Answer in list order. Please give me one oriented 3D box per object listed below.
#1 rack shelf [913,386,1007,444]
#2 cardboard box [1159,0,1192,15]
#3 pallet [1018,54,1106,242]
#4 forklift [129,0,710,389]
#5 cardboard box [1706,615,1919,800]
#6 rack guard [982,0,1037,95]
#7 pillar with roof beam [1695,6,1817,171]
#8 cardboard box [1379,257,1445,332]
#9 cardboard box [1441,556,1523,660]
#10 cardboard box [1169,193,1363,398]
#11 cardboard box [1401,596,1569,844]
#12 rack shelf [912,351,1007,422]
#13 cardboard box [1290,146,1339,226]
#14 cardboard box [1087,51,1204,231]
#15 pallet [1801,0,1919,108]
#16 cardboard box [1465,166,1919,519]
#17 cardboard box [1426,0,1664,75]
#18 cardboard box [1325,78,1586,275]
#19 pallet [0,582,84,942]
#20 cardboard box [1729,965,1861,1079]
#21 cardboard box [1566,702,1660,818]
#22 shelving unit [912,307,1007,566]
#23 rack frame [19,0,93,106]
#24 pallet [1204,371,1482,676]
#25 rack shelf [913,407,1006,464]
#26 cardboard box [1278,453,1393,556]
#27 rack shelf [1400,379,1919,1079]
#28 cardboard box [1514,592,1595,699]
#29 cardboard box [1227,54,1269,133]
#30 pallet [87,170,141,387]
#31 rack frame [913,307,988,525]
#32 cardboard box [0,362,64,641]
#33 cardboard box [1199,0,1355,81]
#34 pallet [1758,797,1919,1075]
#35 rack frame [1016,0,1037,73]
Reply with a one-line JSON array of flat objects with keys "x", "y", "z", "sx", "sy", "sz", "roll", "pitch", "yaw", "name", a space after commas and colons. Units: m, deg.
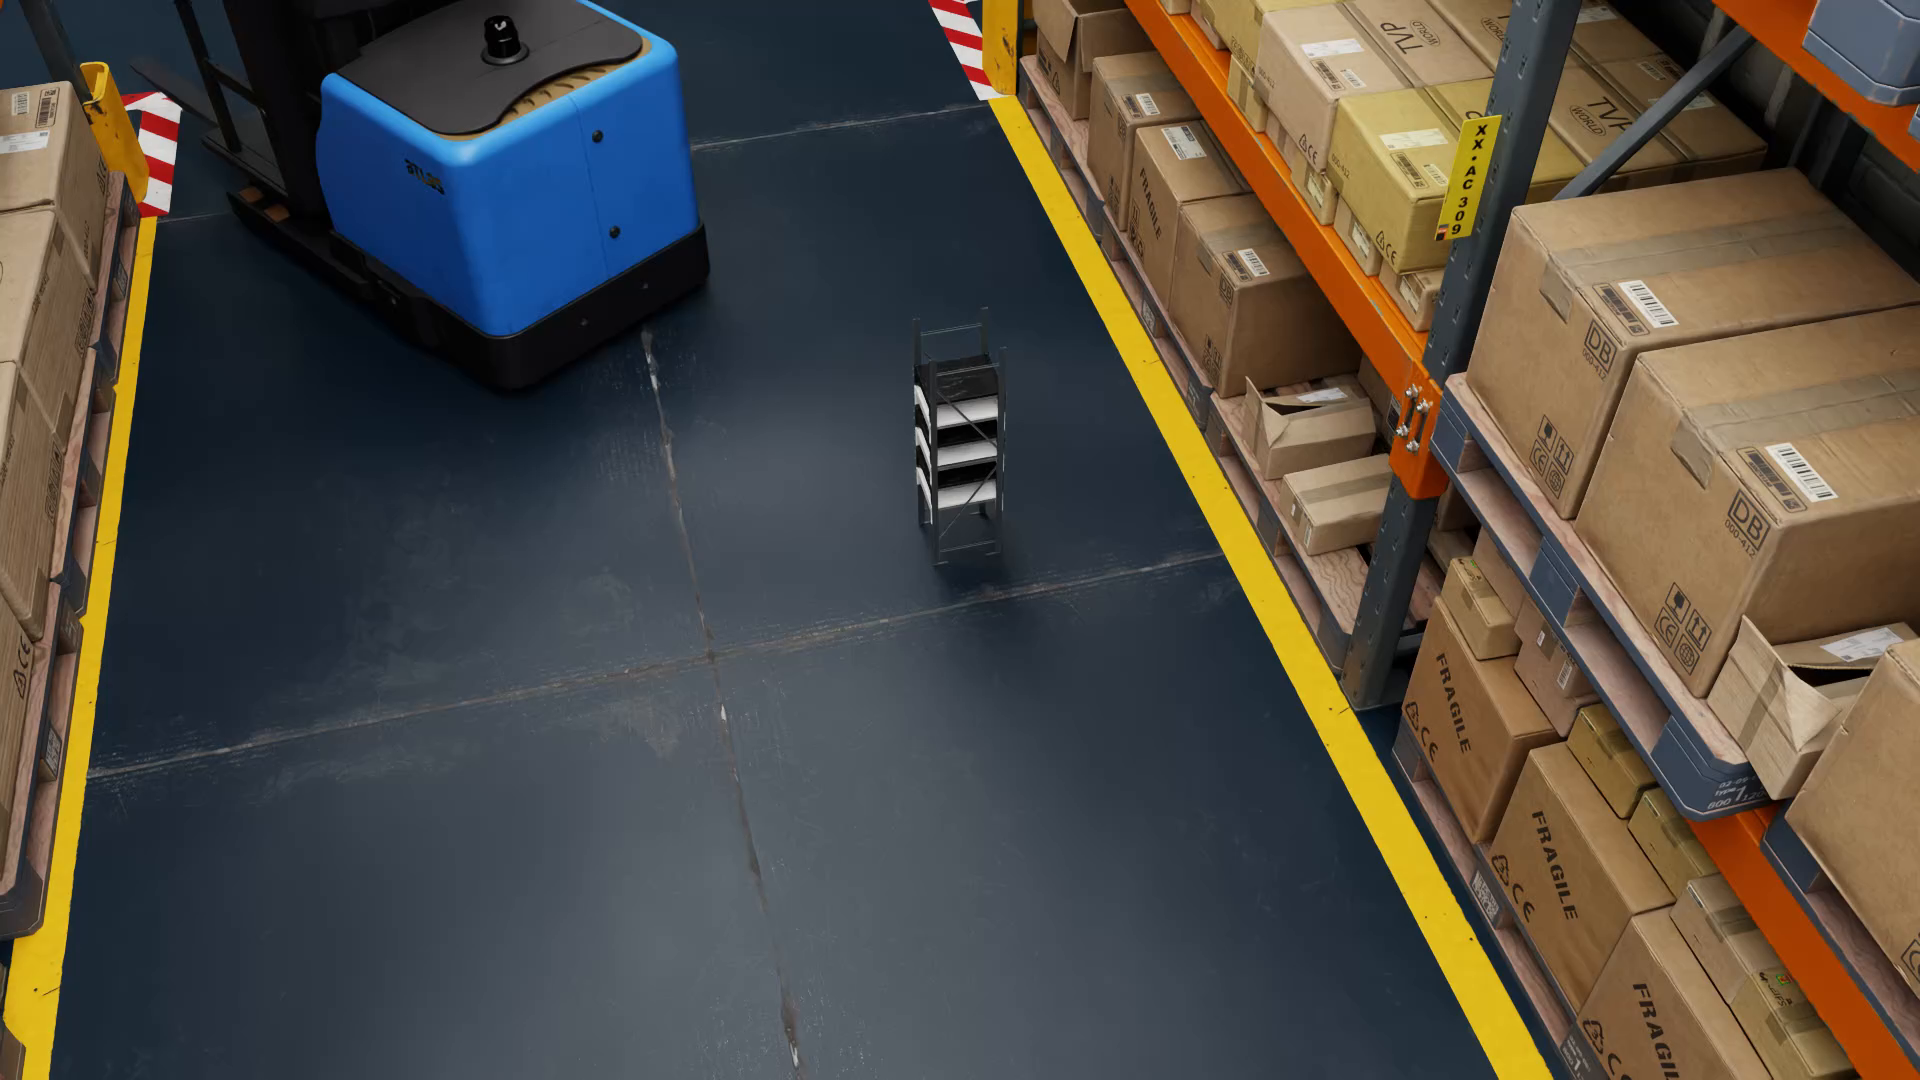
[{"x": -0.002, "y": -0.423, "z": 5.329, "sx": 0.258, "sy": 0.077, "sz": 0.200, "roll": -11, "pitch": 47, "yaw": -10, "name": "rack shelf"}, {"x": 0.868, "y": -1.959, "z": 5.746, "sx": 0.380, "sy": 0.149, "sz": 0.250, "roll": -10, "pitch": 46, "yaw": -9, "name": "cardboard box"}, {"x": 0.905, "y": -1.822, "z": 7.388, "sx": 1.003, "sy": 0.211, "sz": 1.213, "roll": -11, "pitch": 47, "yaw": -10, "name": "pallet"}, {"x": -2.440, "y": -2.508, "z": 6.156, "sx": 3.031, "sy": 2.935, "sz": 1.130, "roll": 33, "pitch": 54, "yaw": 28, "name": "forklift"}, {"x": 1.689, "y": 0.290, "z": 3.165, "sx": 0.396, "sy": 0.266, "sz": 0.258, "roll": -9, "pitch": 46, "yaw": -8, "name": "cardboard box"}, {"x": 0.700, "y": -2.473, "z": 7.824, "sx": 1.175, "sy": 0.500, "sz": 0.348, "roll": -11, "pitch": 47, "yaw": -10, "name": "rack guard"}, {"x": -1.764, "y": -2.597, "z": 1.995, "sx": 9.100, "sy": 9.000, "sz": 0.400, "roll": -11, "pitch": 47, "yaw": -10, "name": "pillar with roof beam"}, {"x": 1.379, "y": -0.725, "z": 4.536, "sx": 0.380, "sy": 0.149, "sz": 0.250, "roll": -10, "pitch": 46, "yaw": -10, "name": "cardboard box"}, {"x": 1.539, "y": 0.158, "z": 4.497, "sx": 0.380, "sy": 0.149, "sz": 0.250, "roll": -9, "pitch": 46, "yaw": -8, "name": "cardboard box"}, {"x": 1.192, "y": -0.919, "z": 6.007, "sx": 0.700, "sy": 0.500, "sz": 0.500, "roll": -12, "pitch": 47, "yaw": -12, "name": "cardboard box"}, {"x": 1.611, "y": 0.464, "z": 4.651, "sx": 0.500, "sy": 0.500, "sz": 0.500, "roll": -9, "pitch": 46, "yaw": -9, "name": "cardboard box"}, {"x": -0.002, "y": -0.486, "z": 5.265, "sx": 0.258, "sy": 0.077, "sz": 0.200, "roll": -11, "pitch": 47, "yaw": -10, "name": "rack shelf"}, {"x": 1.201, "y": -1.076, "z": 4.880, "sx": 0.380, "sy": 0.149, "sz": 0.250, "roll": -10, "pitch": 46, "yaw": -9, "name": "cardboard box"}, {"x": 0.927, "y": -1.636, "z": 6.709, "sx": 0.700, "sy": 0.500, "sz": 0.500, "roll": -9, "pitch": 46, "yaw": -9, "name": "cardboard box"}, {"x": 1.804, "y": -1.160, "z": 2.818, "sx": 1.213, "sy": 0.211, "sz": 1.003, "roll": -11, "pitch": 47, "yaw": -10, "name": "pallet"}, {"x": 1.612, "y": -0.446, "z": 3.723, "sx": 0.700, "sy": 0.500, "sz": 0.500, "roll": -10, "pitch": 46, "yaw": -9, "name": "cardboard box"}, {"x": 1.704, "y": -1.427, "z": 4.945, "sx": 0.500, "sy": 0.250, "sz": 0.500, "roll": -11, "pitch": 47, "yaw": -11, "name": "cardboard box"}, {"x": 1.338, "y": -0.998, "z": 4.524, "sx": 0.500, "sy": 0.250, "sz": 0.500, "roll": -10, "pitch": 46, "yaw": -9, "name": "cardboard box"}, {"x": -3.212, "y": 0.708, "z": 4.909, "sx": 1.003, "sy": 0.211, "sz": 1.213, "roll": -11, "pitch": 47, "yaw": -10, "name": "pallet"}, {"x": 1.934, "y": 1.048, "z": 3.625, "sx": 0.380, "sy": 0.149, "sz": 0.250, "roll": -9, "pitch": 46, "yaw": -9, "name": "cardboard box"}, {"x": 1.762, "y": 0.510, "z": 4.152, "sx": 0.380, "sy": 0.149, "sz": 0.250, "roll": -13, "pitch": 47, "yaw": -12, "name": "cardboard box"}, {"x": -0.002, "y": -0.321, "z": 5.434, "sx": 0.258, "sy": 0.900, "sz": 0.210, "roll": -11, "pitch": 47, "yaw": -10, "name": "shelving unit"}, {"x": -4.117, "y": -2.491, "z": 6.091, "sx": 1.000, "sy": 3.000, "sz": 0.127, "roll": -11, "pitch": 47, "yaw": -10, "name": "rack frame"}, {"x": 1.530, "y": -0.137, "z": 5.737, "sx": 1.003, "sy": 0.211, "sz": 1.213, "roll": -11, "pitch": 47, "yaw": -10, "name": "pallet"}, {"x": -0.002, "y": -0.360, "z": 5.394, "sx": 0.258, "sy": 0.077, "sz": 0.200, "roll": -11, "pitch": 47, "yaw": -10, "name": "rack shelf"}, {"x": 1.278, "y": -0.119, "z": 5.469, "sx": 0.380, "sy": 0.149, "sz": 0.250, "roll": -12, "pitch": 47, "yaw": -12, "name": "cardboard box"}, {"x": 2.217, "y": 0.993, "z": 3.180, "sx": 1.077, "sy": 0.370, "sz": 4.000, "roll": -11, "pitch": 47, "yaw": -10, "name": "rack shelf"}, {"x": 1.652, "y": 0.225, "z": 4.223, "sx": 0.380, "sy": 0.149, "sz": 0.250, "roll": -13, "pitch": 47, "yaw": -12, "name": "cardboard box"}, {"x": 1.068, "y": -1.433, "z": 5.230, "sx": 0.380, "sy": 0.149, "sz": 0.250, "roll": -11, "pitch": 47, "yaw": -11, "name": "cardboard box"}, {"x": -3.836, "y": -0.977, "z": 6.560, "sx": 1.003, "sy": 0.211, "sz": 1.213, "roll": -11, "pitch": 47, "yaw": -10, "name": "pallet"}, {"x": -0.028, "y": -0.391, "z": 5.503, "sx": 0.240, "sy": 0.900, "sz": 0.006, "roll": -11, "pitch": 47, "yaw": -10, "name": "rack frame"}, {"x": -3.380, "y": -0.050, "z": 5.199, "sx": 0.875, "sy": 0.438, "sz": 0.875, "roll": -12, "pitch": 47, "yaw": -11, "name": "cardboard box"}, {"x": 1.081, "y": -1.688, "z": 5.200, "sx": 0.500, "sy": 0.250, "sz": 0.500, "roll": -11, "pitch": 47, "yaw": -11, "name": "cardboard box"}, {"x": 2.226, "y": 0.848, "z": 2.953, "sx": 1.003, "sy": 0.211, "sz": 1.213, "roll": -11, "pitch": 47, "yaw": -10, "name": "pallet"}, {"x": 0.680, "y": -3.401, "z": 6.983, "sx": 1.000, "sy": 3.000, "sz": 0.127, "roll": -11, "pitch": 47, "yaw": -10, "name": "rack frame"}]
